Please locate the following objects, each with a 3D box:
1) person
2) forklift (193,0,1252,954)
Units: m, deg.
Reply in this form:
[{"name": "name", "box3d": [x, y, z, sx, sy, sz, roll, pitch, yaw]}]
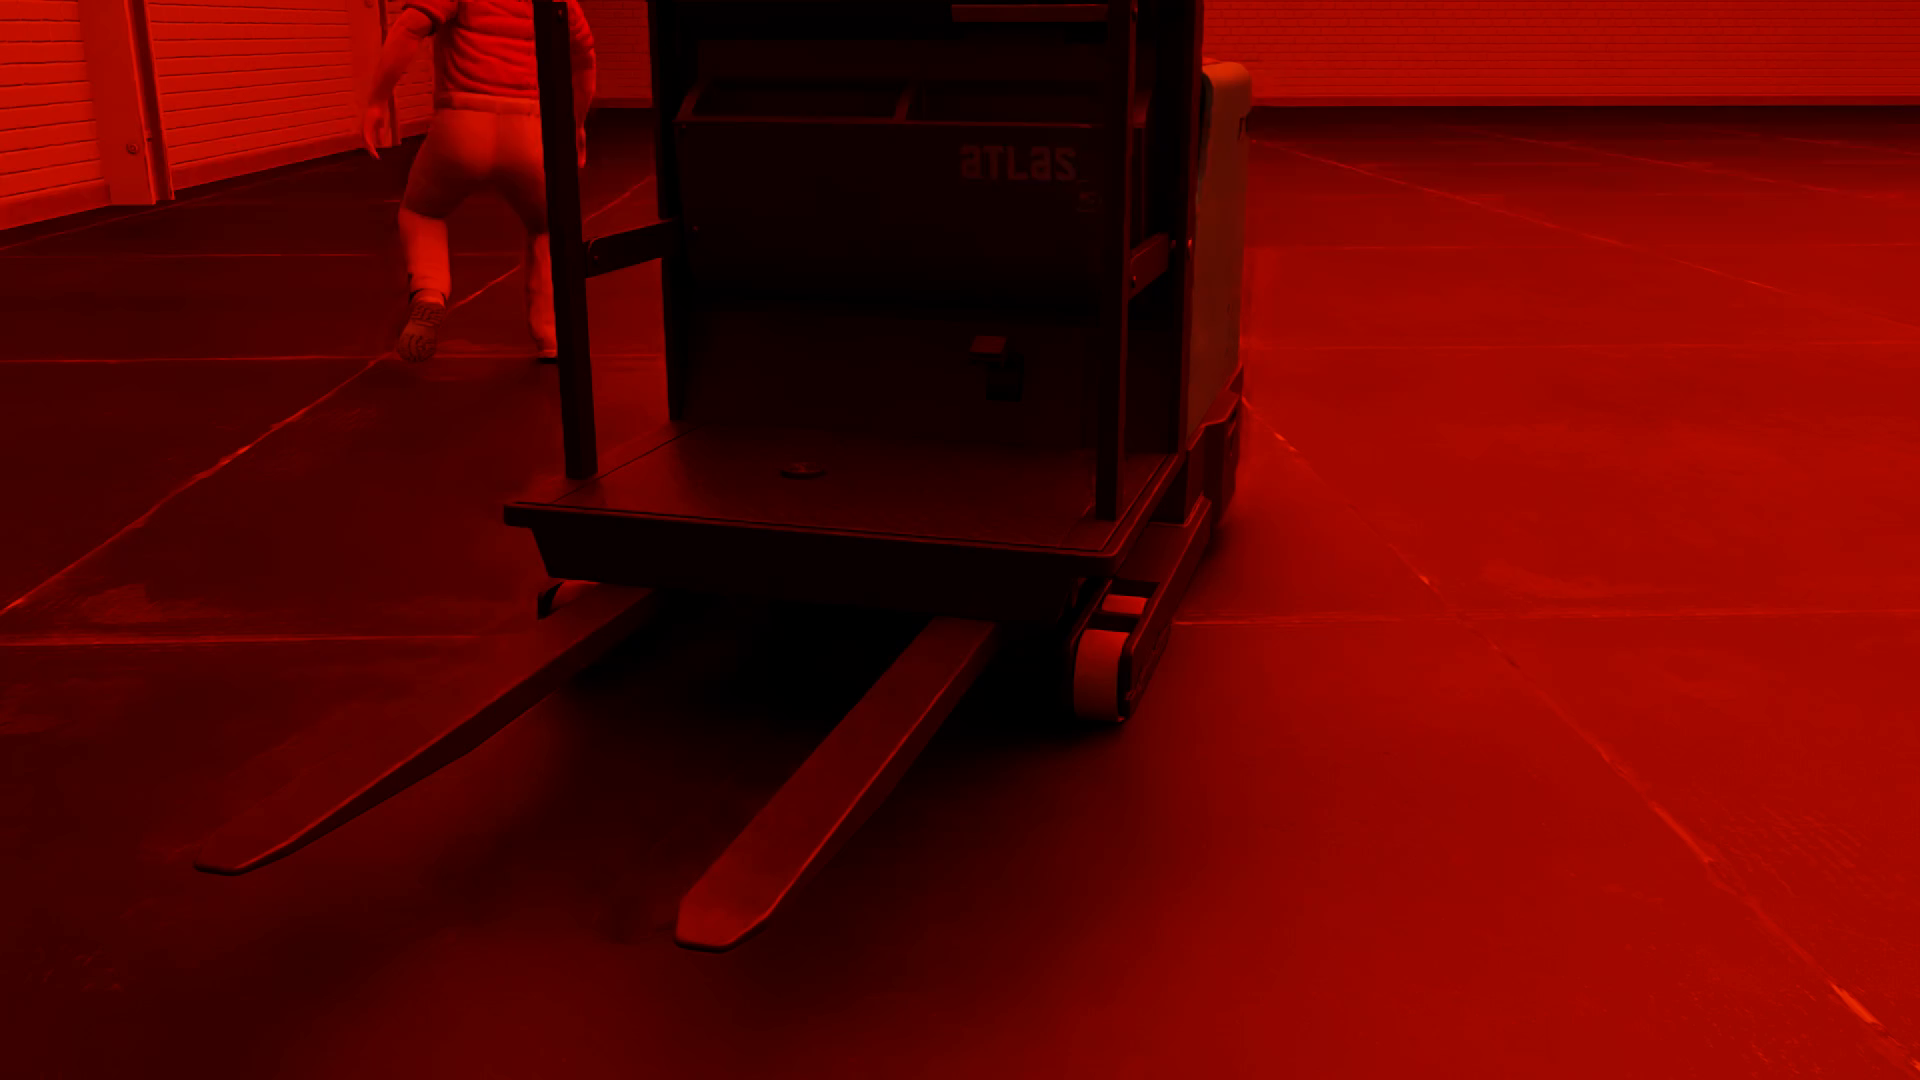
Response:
[{"name": "person", "box3d": [-1.668, -1.413, 5.821, 0.857, 1.625, 0.562, -8, 19, -25]}, {"name": "forklift", "box3d": [-0.152, -1.210, 2.864, 1.130, 2.935, 3.031, 5, 18, 15]}]
